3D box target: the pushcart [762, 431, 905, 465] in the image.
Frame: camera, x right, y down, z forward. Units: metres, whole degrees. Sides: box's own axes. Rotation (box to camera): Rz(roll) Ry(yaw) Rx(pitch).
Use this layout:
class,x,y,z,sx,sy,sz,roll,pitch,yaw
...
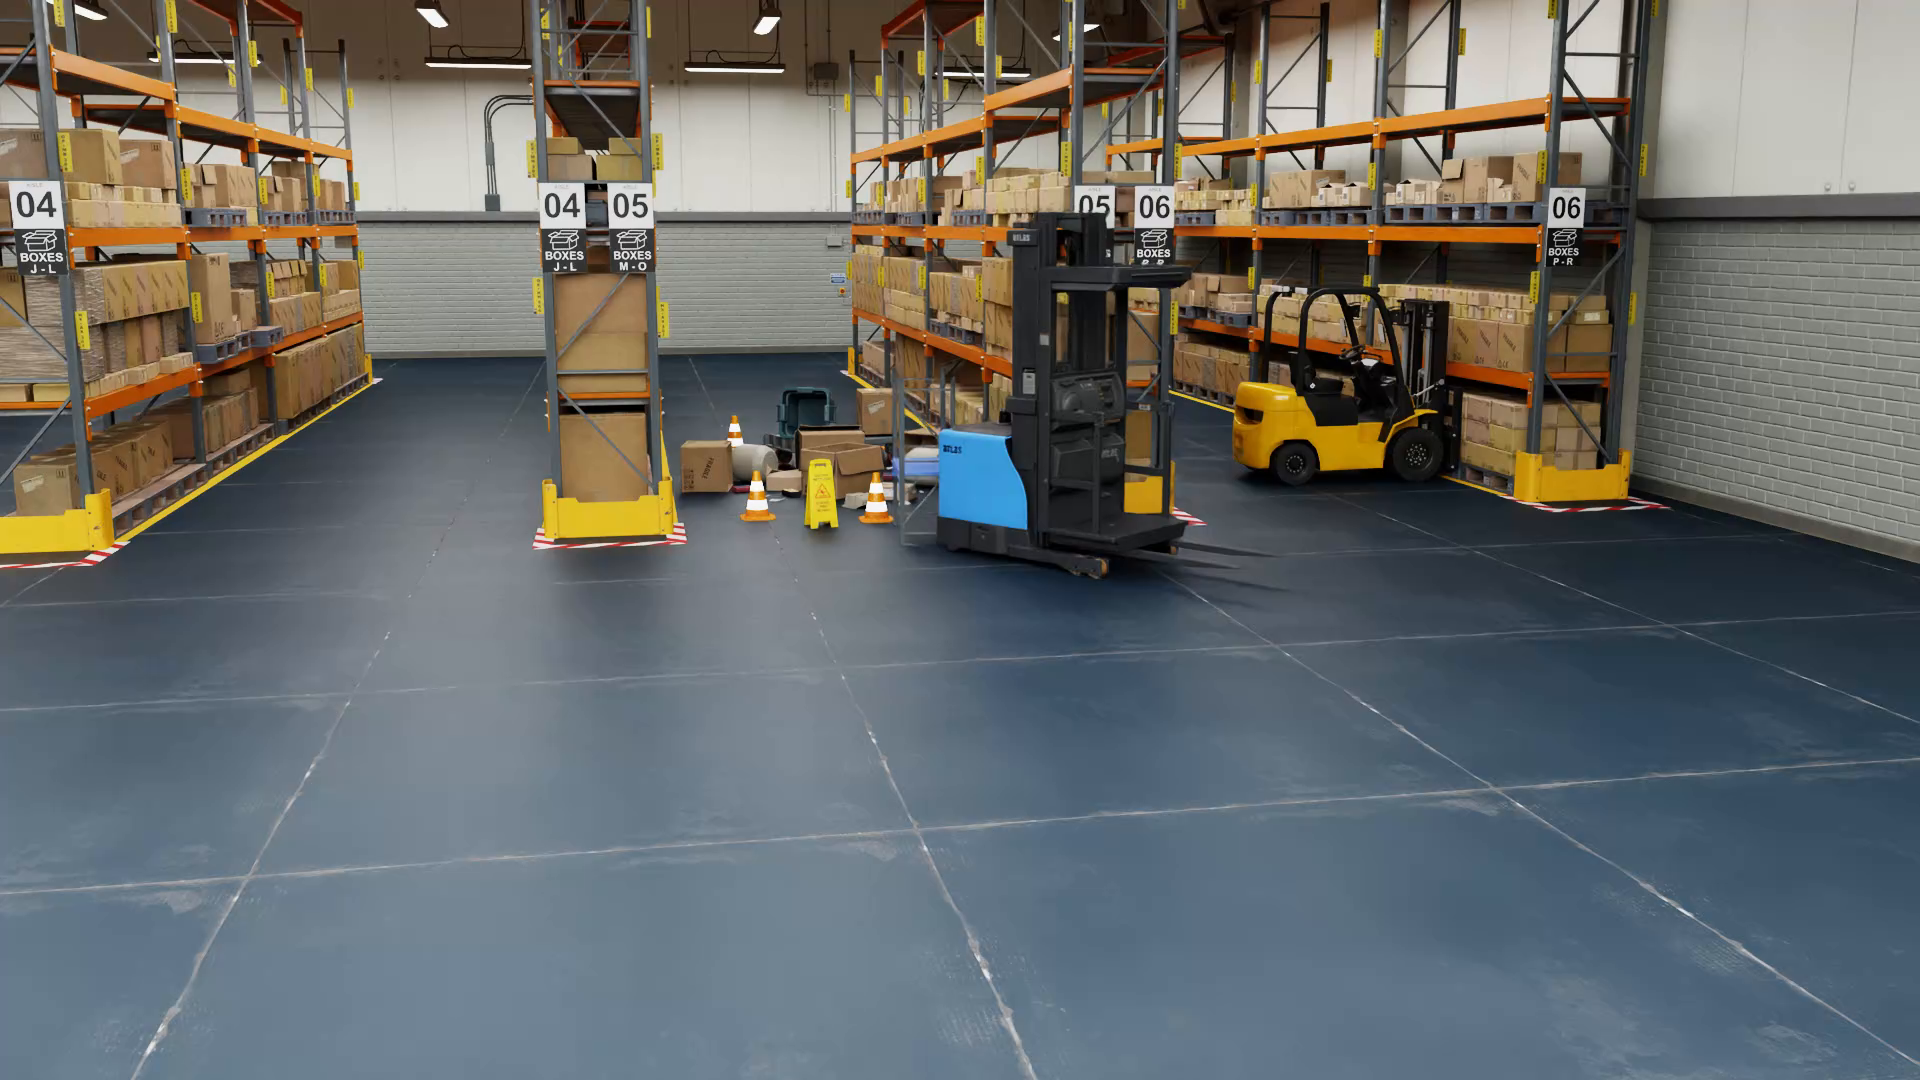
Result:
class,x,y,z,sx,sy,sz,roll,pitch,yaw
pushcart,-1.444,-1.093,19.932,1.648,0.377,0.936,-6,13,-31

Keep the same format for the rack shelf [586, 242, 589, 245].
class,x,y,z,sx,sy,sz,roll,pitch,yaw
rack shelf,-5.998,-5.229,28.551,1.077,0.370,4.000,-2,11,-11

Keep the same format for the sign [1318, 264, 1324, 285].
class,x,y,z,sx,sy,sz,roll,pitch,yaw
sign,5.417,-3.978,24.978,0.100,0.325,0.005,-2,11,-11

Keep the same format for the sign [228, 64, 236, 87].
class,x,y,z,sx,sy,sz,roll,pitch,yaw
sign,-11.043,-7.049,25.241,0.100,0.325,0.005,-2,11,-11

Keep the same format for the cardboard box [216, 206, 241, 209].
class,x,y,z,sx,sy,sz,roll,pitch,yaw
cardboard box,-9.178,-3.986,20.494,0.500,0.250,0.500,-2,11,-9

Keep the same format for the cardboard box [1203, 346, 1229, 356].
class,x,y,z,sx,sy,sz,roll,pitch,yaw
cardboard box,4.219,-3.106,27.323,0.380,0.149,0.250,-2,11,-9

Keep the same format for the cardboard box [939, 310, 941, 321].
class,x,y,z,sx,sy,sz,roll,pitch,yaw
cardboard box,-0.084,-3.119,23.110,0.380,0.149,0.250,-3,11,-15

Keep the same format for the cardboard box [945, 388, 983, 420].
class,x,y,z,sx,sy,sz,roll,pitch,yaw
cardboard box,0.256,-1.884,22.976,0.950,0.372,0.625,-2,11,-12

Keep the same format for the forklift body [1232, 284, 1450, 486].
class,x,y,z,sx,sy,sz,roll,pitch,yaw
forklift body,4.271,-1.786,18.827,2.313,2.155,1.214,-2,11,-11

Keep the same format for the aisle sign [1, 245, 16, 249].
class,x,y,z,sx,sy,sz,roll,pitch,yaw
aisle sign,-16.436,-5.414,28.664,0.394,0.787,0.004,-2,11,-11

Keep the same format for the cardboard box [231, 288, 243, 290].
class,x,y,z,sx,sy,sz,roll,pitch,yaw
cardboard box,-9.572,-3.005,21.571,0.500,0.500,0.500,-4,11,-18

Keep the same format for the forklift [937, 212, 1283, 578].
class,x,y,z,sx,sy,sz,roll,pitch,yaw
forklift,1.237,-1.236,13.854,3.031,2.935,1.130,9,14,40

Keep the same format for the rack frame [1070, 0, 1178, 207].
class,x,y,z,sx,sy,sz,roll,pitch,yaw
rack frame,1.561,-4.687,15.756,1.000,3.000,0.127,-2,11,-11

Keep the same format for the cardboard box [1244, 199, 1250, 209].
class,x,y,z,sx,sy,sz,roll,pitch,yaw
cardboard box,4.537,-5.089,25.223,0.380,0.149,0.250,-2,11,-12

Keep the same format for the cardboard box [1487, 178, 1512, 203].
class,x,y,z,sx,sy,sz,roll,pitch,yaw
cardboard box,5.920,-3.772,17.937,0.396,0.266,0.258,-2,11,-11

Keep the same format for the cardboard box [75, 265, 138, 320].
class,x,y,z,sx,sy,sz,roll,pitch,yaw
cardboard box,-8.189,-2.361,15.839,0.500,0.500,0.500,-2,11,-11

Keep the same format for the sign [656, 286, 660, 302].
class,x,y,z,sx,sy,sz,roll,pitch,yaw
sign,-3.509,-2.760,19.147,0.100,0.325,0.005,-2,11,-11

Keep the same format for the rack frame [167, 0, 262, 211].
class,x,y,z,sx,sy,sz,roll,pitch,yaw
rack frame,-9.716,-5.794,21.571,1.000,3.000,0.127,-2,11,-11

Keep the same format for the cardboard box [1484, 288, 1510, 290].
class,x,y,z,sx,sy,sz,roll,pitch,yaw
cardboard box,6.245,-2.838,19.285,0.380,0.149,0.250,-2,11,-9

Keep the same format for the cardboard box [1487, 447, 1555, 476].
class,x,y,z,sx,sy,sz,roll,pitch,yaw
cardboard box,6.028,-0.852,17.879,0.500,0.250,0.500,-2,11,-11

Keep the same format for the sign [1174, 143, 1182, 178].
class,x,y,z,sx,sy,sz,roll,pitch,yaw
sign,2.093,-3.663,16.058,0.100,0.325,0.005,-2,11,-11

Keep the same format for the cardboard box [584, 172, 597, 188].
class,x,y,z,sx,sy,sz,roll,pitch,yaw
cardboard box,-4.034,-3.792,17.288,0.500,0.250,0.500,-2,11,-12

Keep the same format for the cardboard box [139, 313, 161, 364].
class,x,y,z,sx,sy,sz,roll,pitch,yaw
cardboard box,-8.652,-2.043,16.844,0.875,0.500,0.500,-2,11,-11

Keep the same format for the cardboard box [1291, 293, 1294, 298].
class,x,y,z,sx,sy,sz,roll,pitch,yaw
cardboard box,4.916,-3.500,23.558,0.380,0.149,0.250,-2,11,-10

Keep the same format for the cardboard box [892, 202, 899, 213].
class,x,y,z,sx,sy,sz,roll,pitch,yaw
cardboard box,-0.870,-5.261,26.296,0.380,0.166,0.250,-3,11,-15

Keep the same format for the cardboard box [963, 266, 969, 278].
class,x,y,z,sx,sy,sz,roll,pitch,yaw
cardboard box,0.248,-3.446,21.357,0.380,0.149,0.250,-3,11,-13

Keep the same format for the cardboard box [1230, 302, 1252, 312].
class,x,y,z,sx,sy,sz,roll,pitch,yaw
cardboard box,4.369,-3.578,25.521,0.380,0.149,0.250,-2,11,-10

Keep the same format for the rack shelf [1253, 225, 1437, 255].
class,x,y,z,sx,sy,sz,roll,pitch,yaw
rack shelf,5.262,-4.142,22.837,1.077,0.370,4.000,-2,11,-11

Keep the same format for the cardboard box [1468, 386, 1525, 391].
class,x,y,z,sx,sy,sz,roll,pitch,yaw
cardboard box,6.241,-1.641,19.352,0.500,0.250,0.500,-2,11,-12

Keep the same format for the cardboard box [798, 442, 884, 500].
class,x,y,z,sx,sy,sz,roll,pitch,yaw
cardboard box,-1.264,-0.744,17.759,0.637,0.503,0.797,9,14,38

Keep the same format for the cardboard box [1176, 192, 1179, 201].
class,x,y,z,sx,sy,sz,roll,pitch,yaw
cardboard box,3.845,-5.757,27.883,0.380,0.149,0.250,-2,11,-10

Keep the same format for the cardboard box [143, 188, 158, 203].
class,x,y,z,sx,sy,sz,roll,pitch,yaw
cardboard box,-8.416,-3.515,16.955,0.380,0.149,0.250,-2,11,-13

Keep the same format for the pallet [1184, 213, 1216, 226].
class,x,y,z,sx,sy,sz,roll,pitch,yaw
pallet,4.358,-5.191,26.928,1.213,0.211,1.003,-2,11,-11

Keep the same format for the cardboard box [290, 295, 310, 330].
class,x,y,z,sx,sy,sz,roll,pitch,yaw
cardboard box,-9.937,-3.367,24.598,0.500,0.500,0.500,-2,11,-12

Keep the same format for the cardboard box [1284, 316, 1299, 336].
class,x,y,z,sx,sy,sz,roll,pitch,yaw
cardboard box,4.920,-3.038,23.536,0.500,0.250,0.500,-2,11,-13

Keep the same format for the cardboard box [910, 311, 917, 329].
class,x,y,z,sx,sy,sz,roll,pitch,yaw
cardboard box,-0.463,-3.310,24.966,0.500,0.250,0.500,-2,11,-10

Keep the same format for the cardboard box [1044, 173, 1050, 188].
class,x,y,z,sx,sy,sz,roll,pitch,yaw
cardboard box,1.086,-3.722,17.244,0.380,0.149,0.250,-2,11,-11

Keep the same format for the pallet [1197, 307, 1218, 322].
class,x,y,z,sx,sy,sz,roll,pitch,yaw
pallet,4.490,-3.651,26.868,1.003,0.211,1.213,-2,11,-11

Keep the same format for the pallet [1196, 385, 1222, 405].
class,x,y,z,sx,sy,sz,roll,pitch,yaw
pallet,4.531,-2.380,27.138,1.003,0.211,1.213,-2,11,-11

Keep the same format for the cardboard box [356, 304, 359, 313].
class,x,y,z,sx,sy,sz,roll,pitch,yaw
cardboard box,-10.828,-4.090,29.334,0.380,0.149,0.250,-2,11,-10

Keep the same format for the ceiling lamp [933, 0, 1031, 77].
class,x,y,z,sx,sy,sz,roll,pitch,yaw
ceiling lamp,0.512,-11.077,33.717,2.000,3.185,0.800,-2,11,-11

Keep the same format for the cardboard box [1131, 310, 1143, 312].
class,x,y,z,sx,sy,sz,roll,pitch,yaw
cardboard box,1.637,-2.127,17.287,0.500,0.500,0.500,-2,11,-9

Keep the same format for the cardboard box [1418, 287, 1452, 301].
class,x,y,z,sx,sy,sz,roll,pitch,yaw
cardboard box,5.646,-2.911,19.670,0.380,0.149,0.250,-2,11,-12

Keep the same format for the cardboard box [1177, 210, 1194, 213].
class,x,y,z,sx,sy,sz,roll,pitch,yaw
cardboard box,3.755,-5.748,28.955,0.500,0.250,0.500,-2,11,-11

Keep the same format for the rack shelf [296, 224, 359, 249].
class,x,y,z,sx,sy,sz,roll,pitch,yaw
rack shelf,-10.883,-5.068,27.700,1.077,0.370,4.000,-2,11,-11

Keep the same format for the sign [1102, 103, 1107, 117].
class,x,y,z,sx,sy,sz,roll,pitch,yaw
sign,2.785,-8.281,31.927,0.100,0.325,0.005,-2,11,-11

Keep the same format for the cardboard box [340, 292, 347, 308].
class,x,y,z,sx,sy,sz,roll,pitch,yaw
cardboard box,-10.615,-4.026,27.930,0.500,0.250,0.500,-2,11,-11

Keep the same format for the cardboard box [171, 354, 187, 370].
class,x,y,z,sx,sy,sz,roll,pitch,yaw
cardboard box,-8.569,-1.915,17.907,0.380,0.149,0.250,-2,11,-11

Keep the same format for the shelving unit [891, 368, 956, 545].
class,x,y,z,sx,sy,sz,roll,pitch,yaw
shelving unit,-0.340,-0.793,15.352,0.538,1.500,1.048,-1,11,-6

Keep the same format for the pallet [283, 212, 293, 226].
class,x,y,z,sx,sy,sz,roll,pitch,yaw
pallet,-10.114,-4.549,23.556,1.003,0.211,1.213,-2,11,-8

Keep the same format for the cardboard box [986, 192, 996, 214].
class,x,y,z,sx,sy,sz,roll,pitch,yaw
cardboard box,0.600,-3.929,19.400,0.500,0.250,0.500,-2,11,-12

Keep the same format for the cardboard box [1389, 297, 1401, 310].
class,x,y,z,sx,sy,sz,roll,pitch,yaw
cardboard box,5.507,-2.907,20.446,0.380,0.149,0.250,-2,11,-10

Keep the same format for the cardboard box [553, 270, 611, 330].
class,x,y,z,sx,sy,sz,roll,pitch,yaw
cardboard box,-3.507,-2.313,16.036,0.875,0.550,0.550,-2,11,-11
